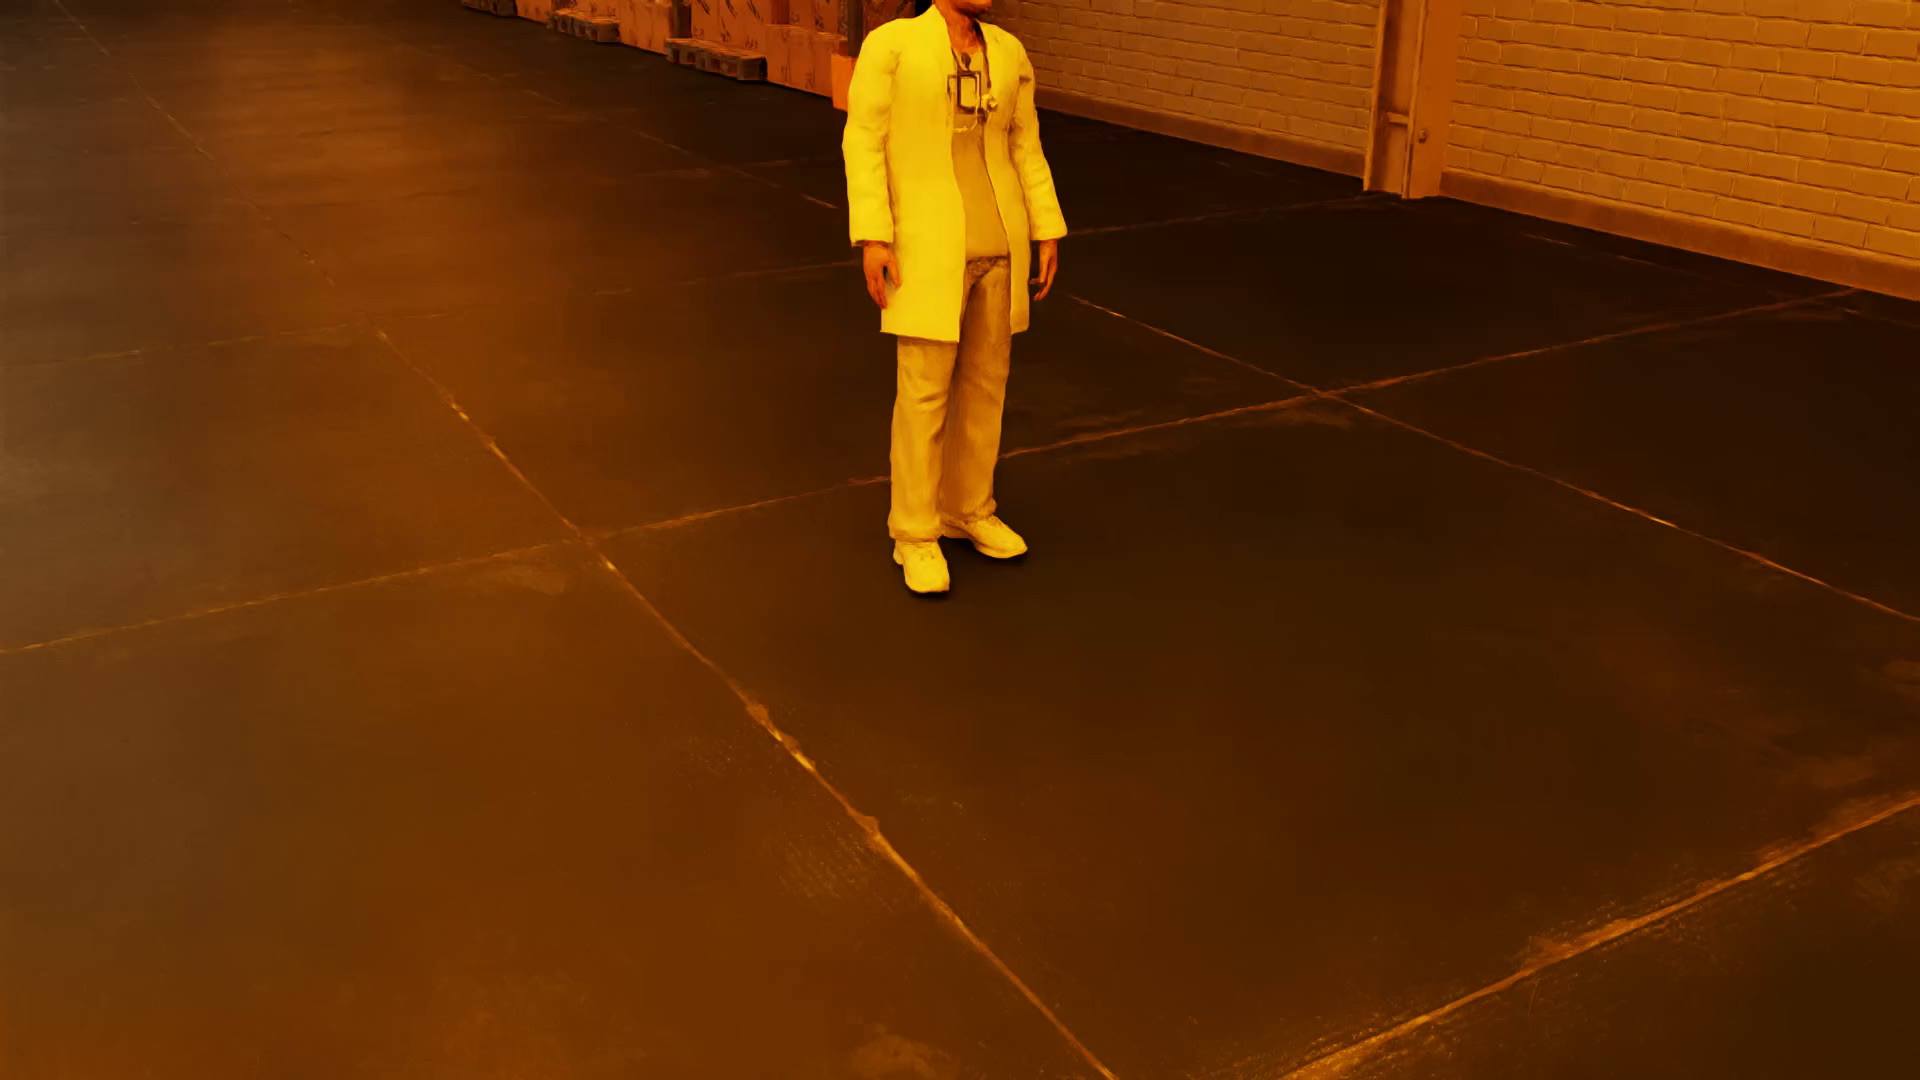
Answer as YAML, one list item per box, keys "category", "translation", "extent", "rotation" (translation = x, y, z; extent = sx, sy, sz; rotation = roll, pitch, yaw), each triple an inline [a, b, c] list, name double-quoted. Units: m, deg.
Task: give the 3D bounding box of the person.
- category: "person"
  translation: [0.042, -0.798, 4.718]
  extent: [0.694, 1.776, 0.577]
  rotation: [-12, 25, -28]
